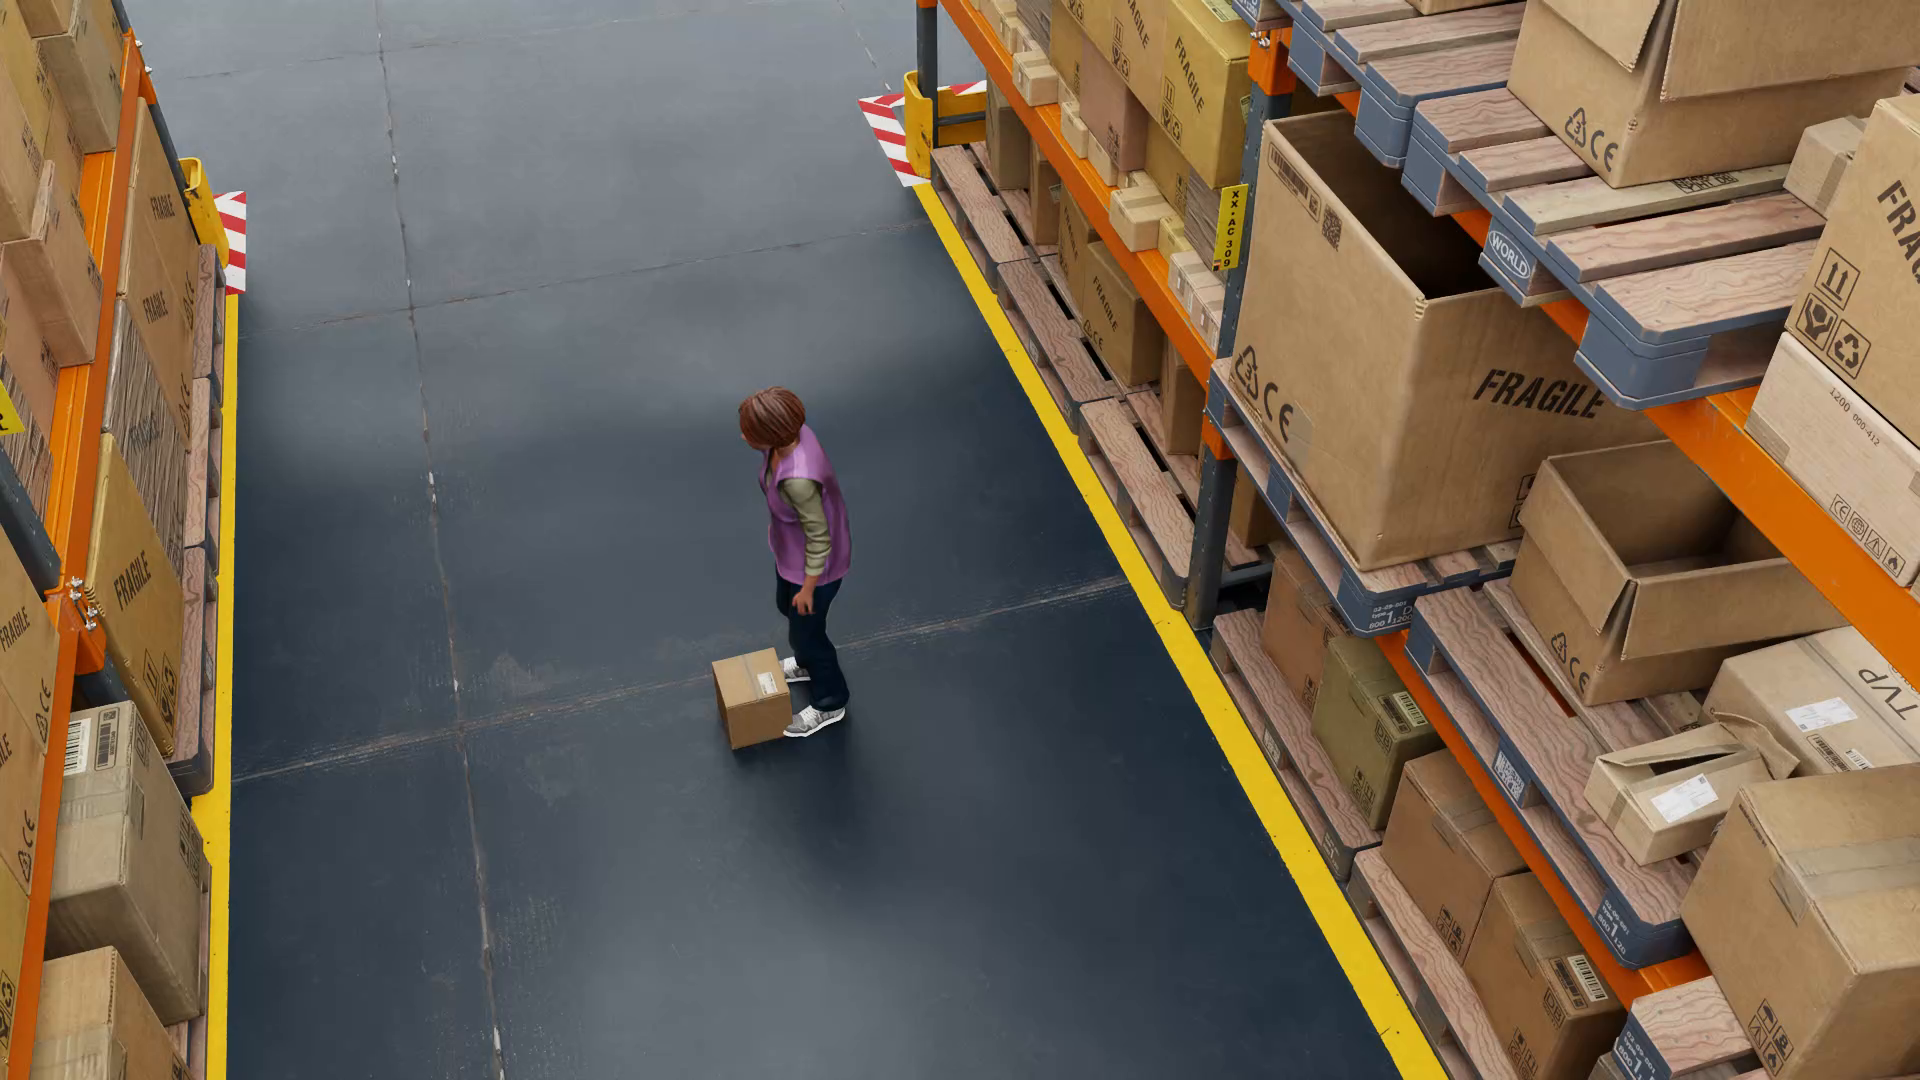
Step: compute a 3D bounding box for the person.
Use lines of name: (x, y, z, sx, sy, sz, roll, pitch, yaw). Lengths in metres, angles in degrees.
person: (-0.581, 0.069, 6.095, 0.346, 1.592, 0.464, -12, 44, -13)
